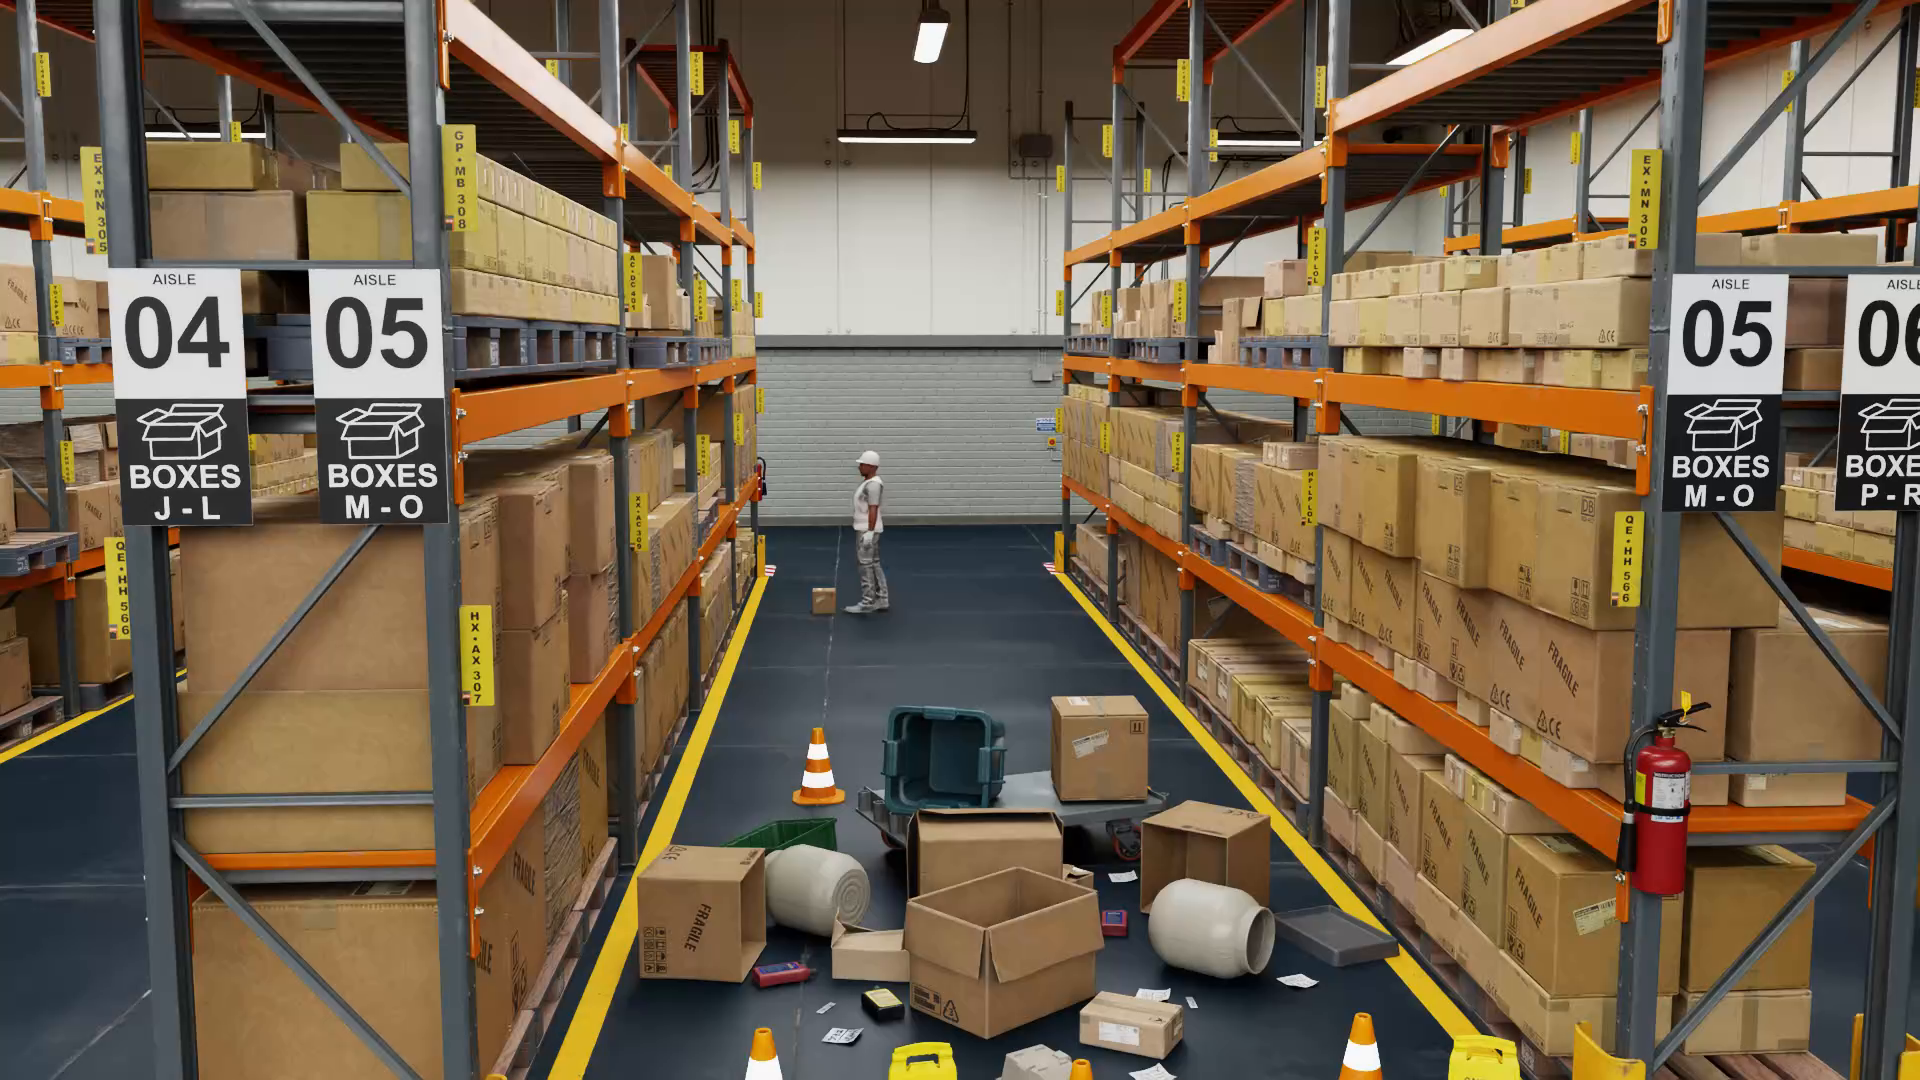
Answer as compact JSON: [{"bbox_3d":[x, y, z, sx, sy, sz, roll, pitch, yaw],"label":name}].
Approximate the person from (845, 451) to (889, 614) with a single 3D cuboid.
[{"bbox_3d":[-1.033,-0.081,18.387,0.497,1.806,0.558,0,7,-3],"label":"person"}]
